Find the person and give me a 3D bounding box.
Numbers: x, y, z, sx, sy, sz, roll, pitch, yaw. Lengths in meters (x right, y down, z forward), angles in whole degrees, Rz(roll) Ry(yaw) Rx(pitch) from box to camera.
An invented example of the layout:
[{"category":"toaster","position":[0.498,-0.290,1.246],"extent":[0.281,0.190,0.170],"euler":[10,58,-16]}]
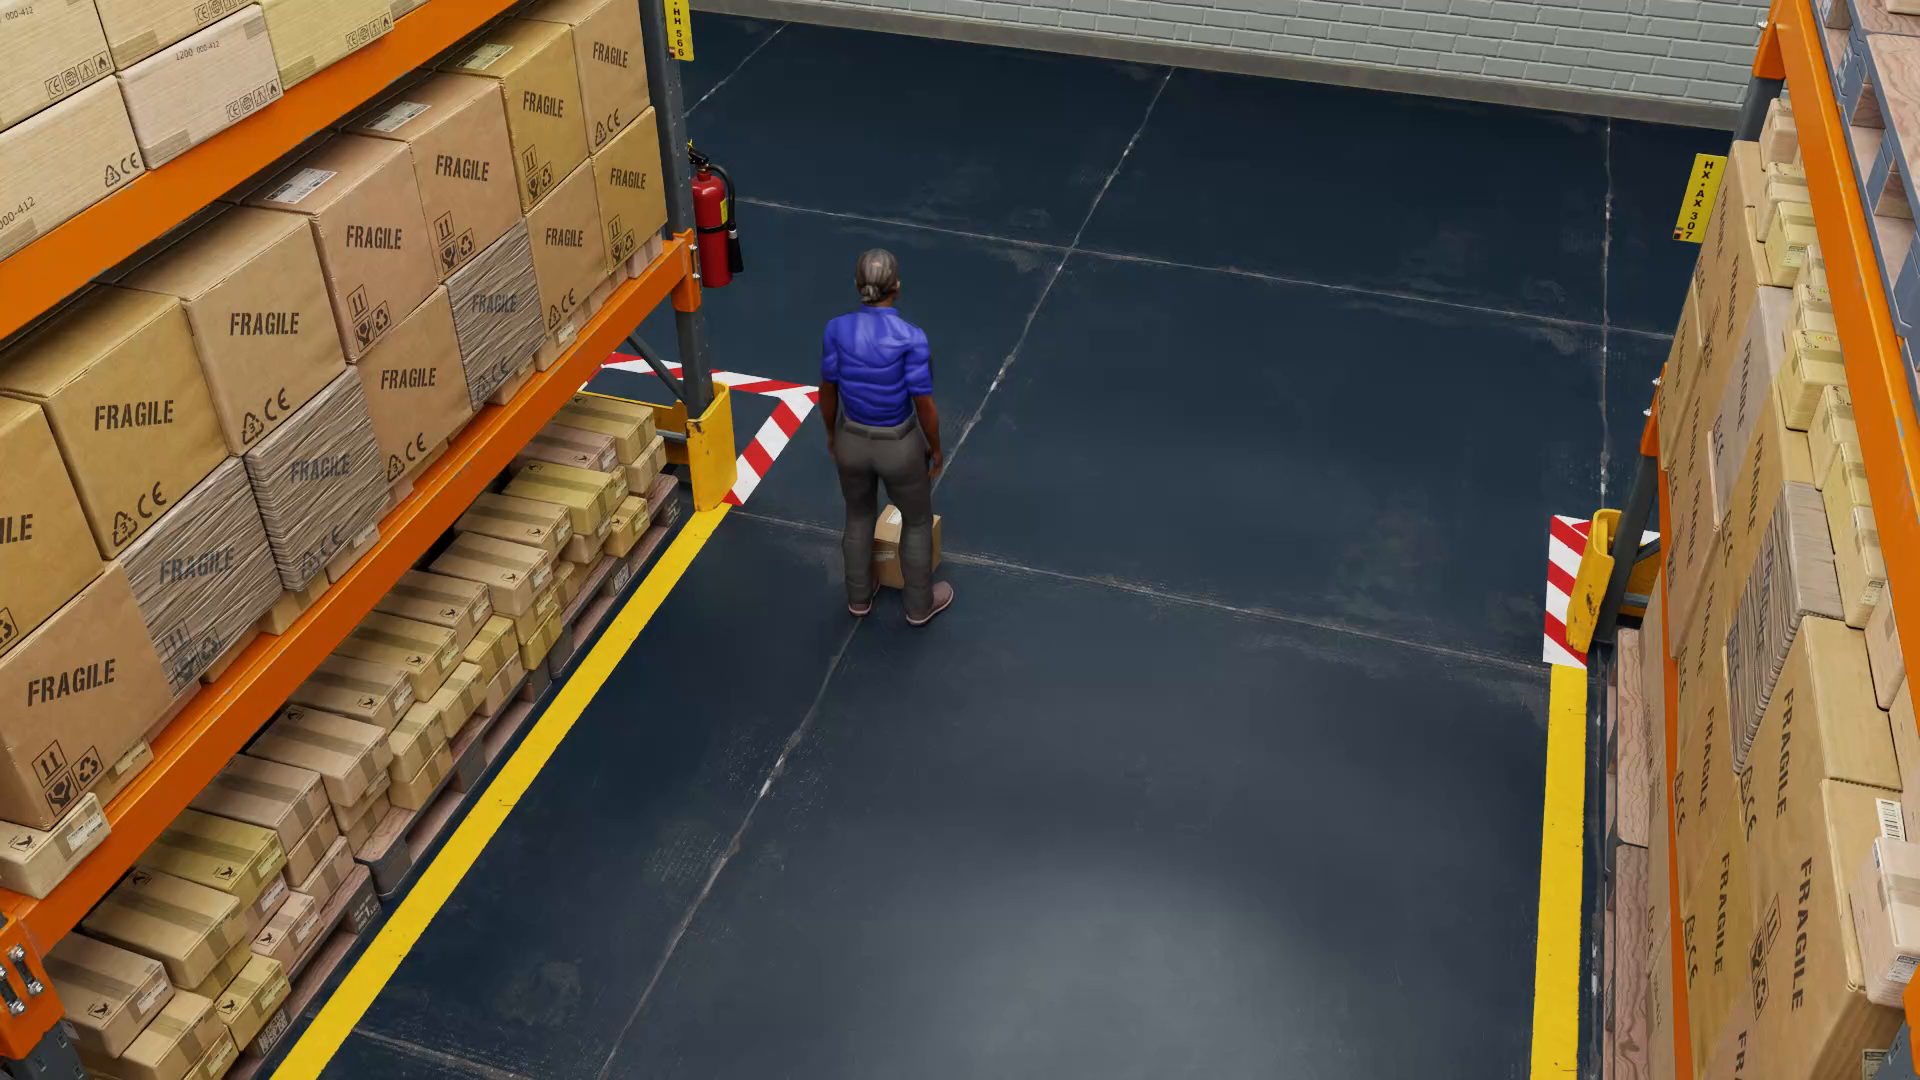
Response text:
[{"category":"person","position":[-0.304,-0.383,6.658],"extent":[0.509,1.655,0.349],"euler":[11,39,14]}]
